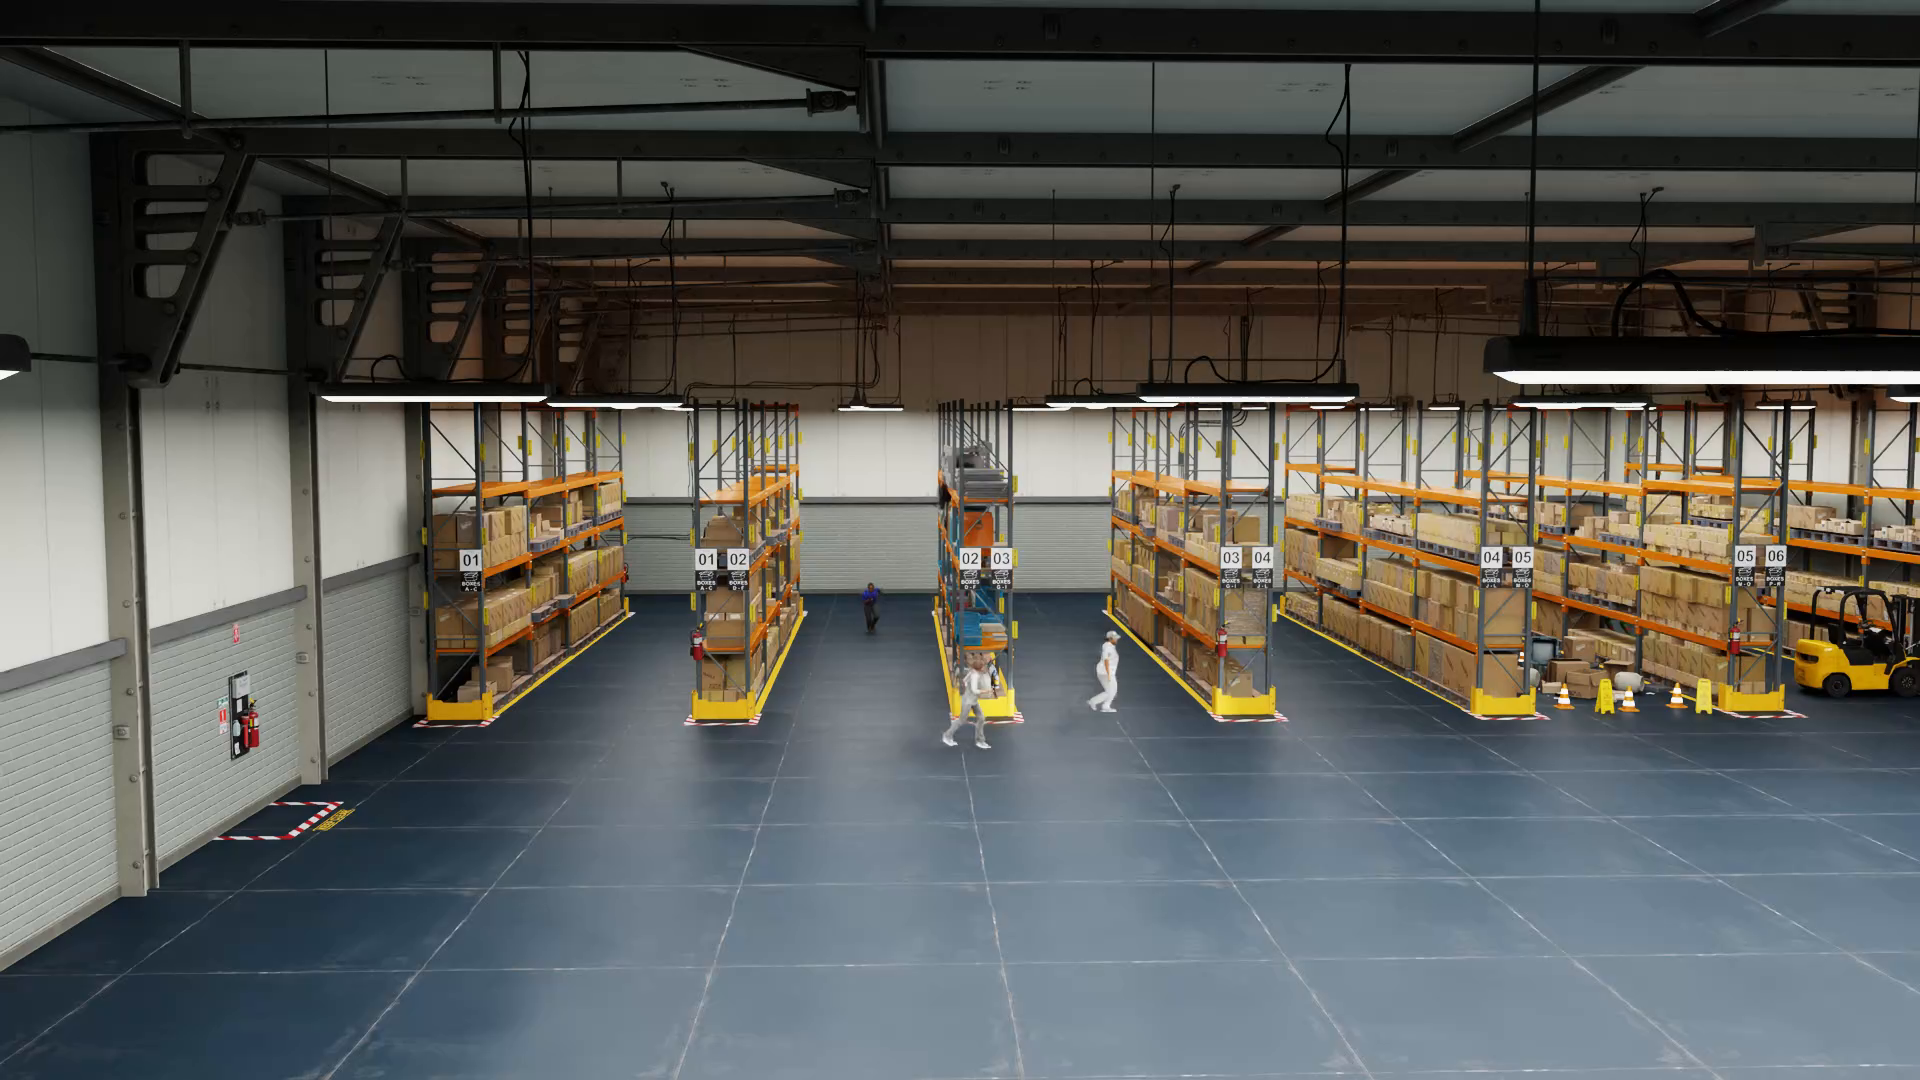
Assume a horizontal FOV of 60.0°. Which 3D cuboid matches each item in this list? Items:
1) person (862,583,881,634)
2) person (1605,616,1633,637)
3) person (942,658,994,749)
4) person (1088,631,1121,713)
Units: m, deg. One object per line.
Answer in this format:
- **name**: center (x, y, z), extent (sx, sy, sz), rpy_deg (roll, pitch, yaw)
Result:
- **person**: center (-2.297, 1.755, 43.124), extent (0.568, 1.381, 1.004), rpy_deg (-1, 4, -14)
- **person**: center (16.507, 1.805, 41.671), extent (0.662, 1.554, 1.184), rpy_deg (-2, 5, -25)
- **person**: center (0.150, 2.787, 28.334), extent (0.904, 1.567, 0.533), rpy_deg (1, 4, 14)
- **person**: center (2.744, 2.512, 31.616), extent (0.624, 1.589, 0.642), rpy_deg (0, 4, 3)
